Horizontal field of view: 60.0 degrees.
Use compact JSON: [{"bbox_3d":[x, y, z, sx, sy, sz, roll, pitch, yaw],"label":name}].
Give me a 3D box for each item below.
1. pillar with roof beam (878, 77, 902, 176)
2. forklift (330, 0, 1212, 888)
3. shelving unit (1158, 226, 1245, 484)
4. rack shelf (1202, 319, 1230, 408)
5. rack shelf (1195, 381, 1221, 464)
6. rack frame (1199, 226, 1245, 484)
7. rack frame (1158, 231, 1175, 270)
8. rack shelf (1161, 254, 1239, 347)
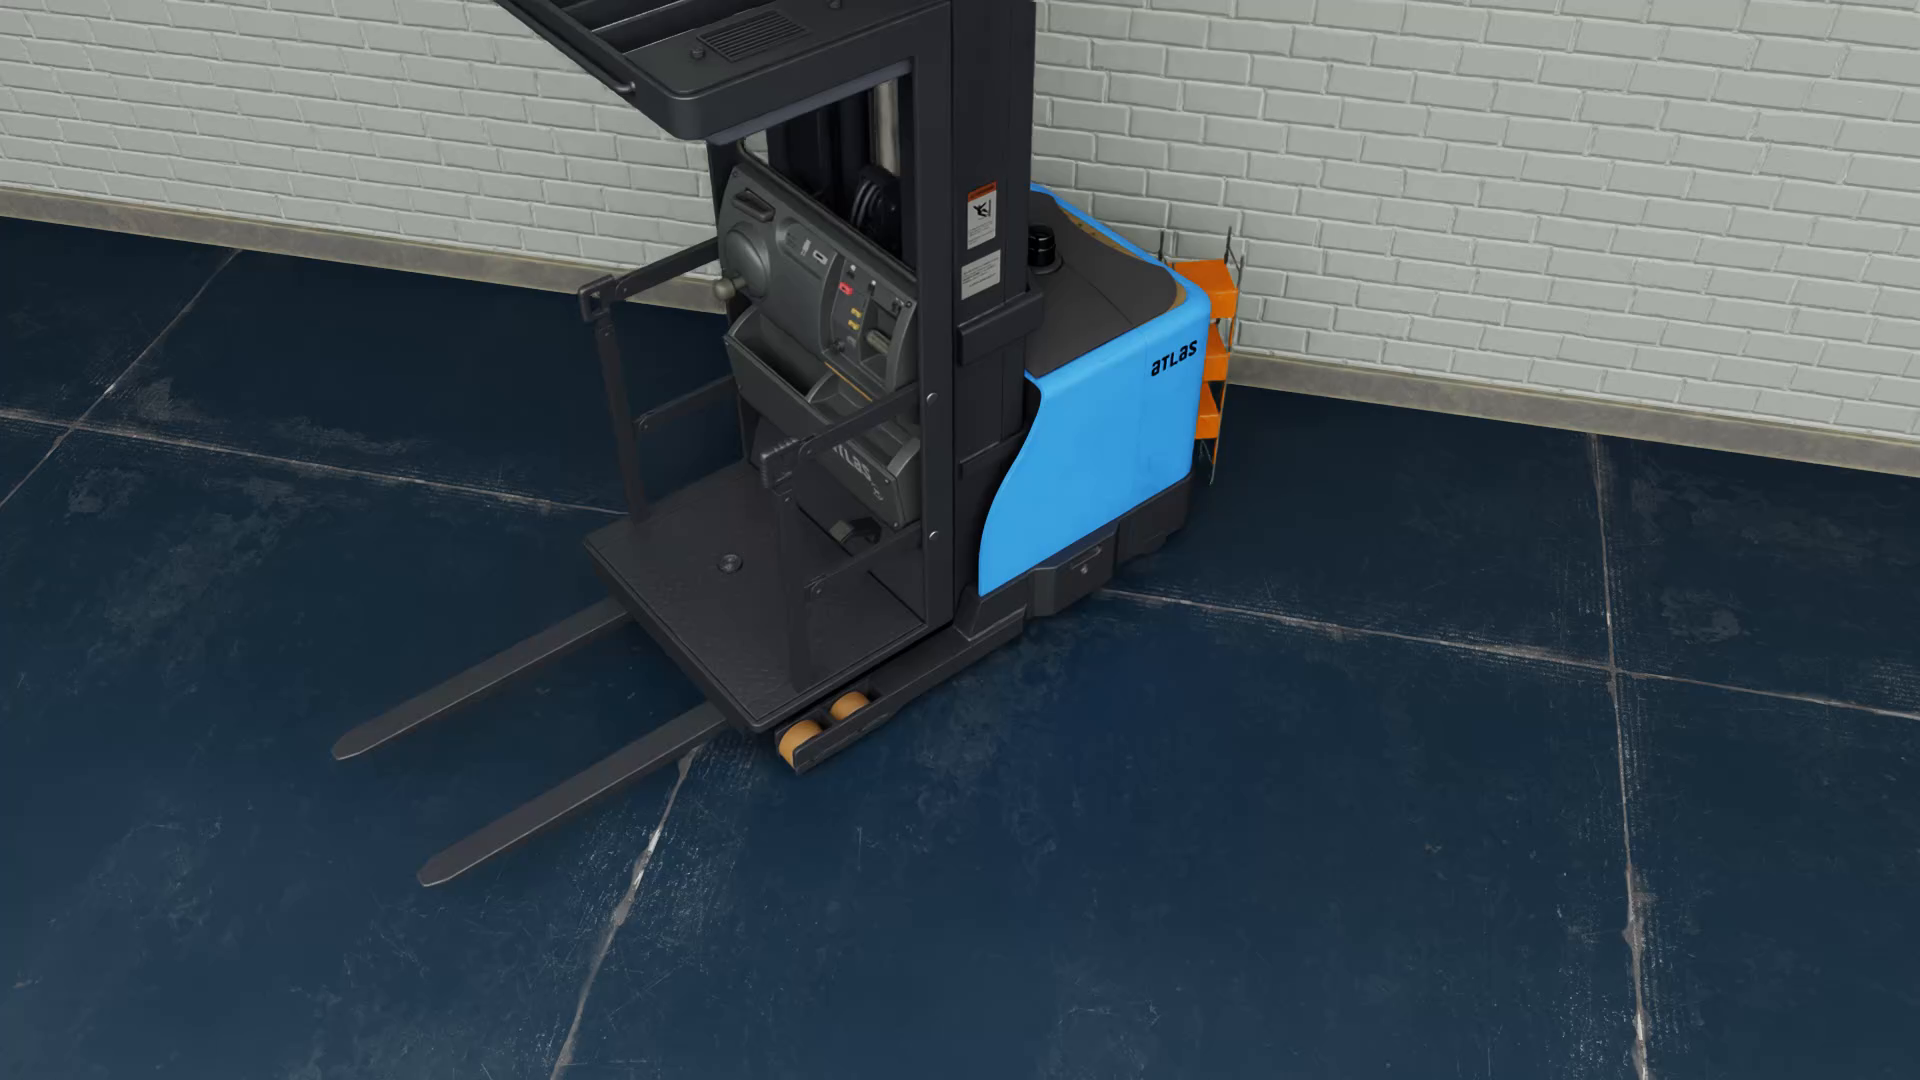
[{"bbox_3d":[-1.338,-1.133,0.938,0.400,9.000,9.100,9,45,9],"label":"pillar with roof beam"},{"bbox_3d":[-0.602,-0.718,4.882,3.031,2.935,1.130,-29,51,-27],"label":"forklift"},{"bbox_3d":[0.847,-0.656,6.174,0.252,1.050,0.215,-5,44,-5],"label":"shelving unit"},{"bbox_3d":[0.847,-0.648,6.182,0.240,0.259,0.215,-5,44,-5],"label":"rack shelf"},{"bbox_3d":[0.847,-0.448,6.374,0.240,0.259,0.215,-5,44,-5],"label":"rack shelf"},{"bbox_3d":[0.968,-0.666,6.185,0.008,1.050,0.200,-5,44,-5],"label":"rack frame"},{"bbox_3d":[0.726,-0.645,6.163,0.008,1.050,0.200,-5,44,-5],"label":"rack frame"},{"bbox_3d":[0.847,-0.853,5.985,0.240,0.259,0.215,-5,44,-5],"label":"rack shelf"}]
